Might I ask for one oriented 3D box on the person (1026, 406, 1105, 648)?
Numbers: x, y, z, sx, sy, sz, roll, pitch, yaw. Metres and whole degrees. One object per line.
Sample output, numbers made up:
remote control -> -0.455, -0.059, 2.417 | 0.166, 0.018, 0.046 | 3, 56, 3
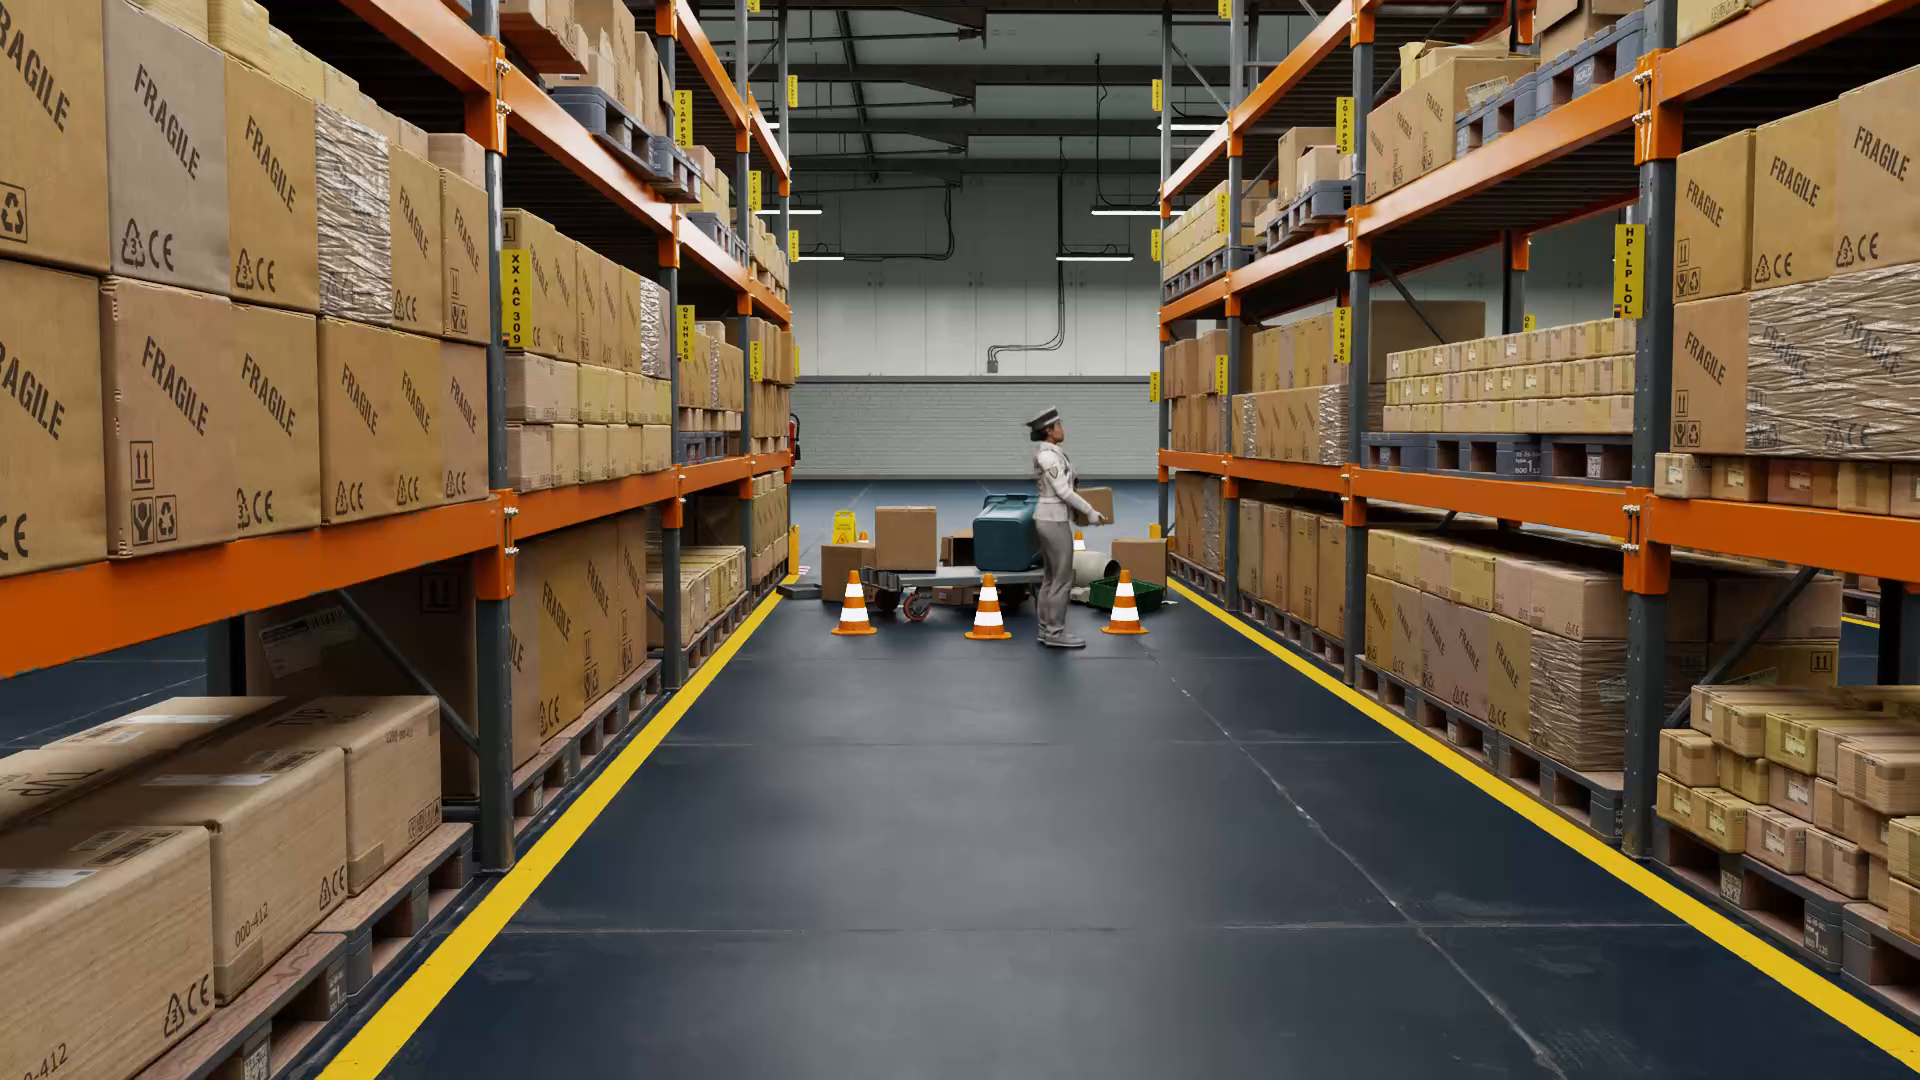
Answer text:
person -> 0.738, -0.099, 11.711 | 0.554, 1.695, 0.467 | 0, 4, 1
